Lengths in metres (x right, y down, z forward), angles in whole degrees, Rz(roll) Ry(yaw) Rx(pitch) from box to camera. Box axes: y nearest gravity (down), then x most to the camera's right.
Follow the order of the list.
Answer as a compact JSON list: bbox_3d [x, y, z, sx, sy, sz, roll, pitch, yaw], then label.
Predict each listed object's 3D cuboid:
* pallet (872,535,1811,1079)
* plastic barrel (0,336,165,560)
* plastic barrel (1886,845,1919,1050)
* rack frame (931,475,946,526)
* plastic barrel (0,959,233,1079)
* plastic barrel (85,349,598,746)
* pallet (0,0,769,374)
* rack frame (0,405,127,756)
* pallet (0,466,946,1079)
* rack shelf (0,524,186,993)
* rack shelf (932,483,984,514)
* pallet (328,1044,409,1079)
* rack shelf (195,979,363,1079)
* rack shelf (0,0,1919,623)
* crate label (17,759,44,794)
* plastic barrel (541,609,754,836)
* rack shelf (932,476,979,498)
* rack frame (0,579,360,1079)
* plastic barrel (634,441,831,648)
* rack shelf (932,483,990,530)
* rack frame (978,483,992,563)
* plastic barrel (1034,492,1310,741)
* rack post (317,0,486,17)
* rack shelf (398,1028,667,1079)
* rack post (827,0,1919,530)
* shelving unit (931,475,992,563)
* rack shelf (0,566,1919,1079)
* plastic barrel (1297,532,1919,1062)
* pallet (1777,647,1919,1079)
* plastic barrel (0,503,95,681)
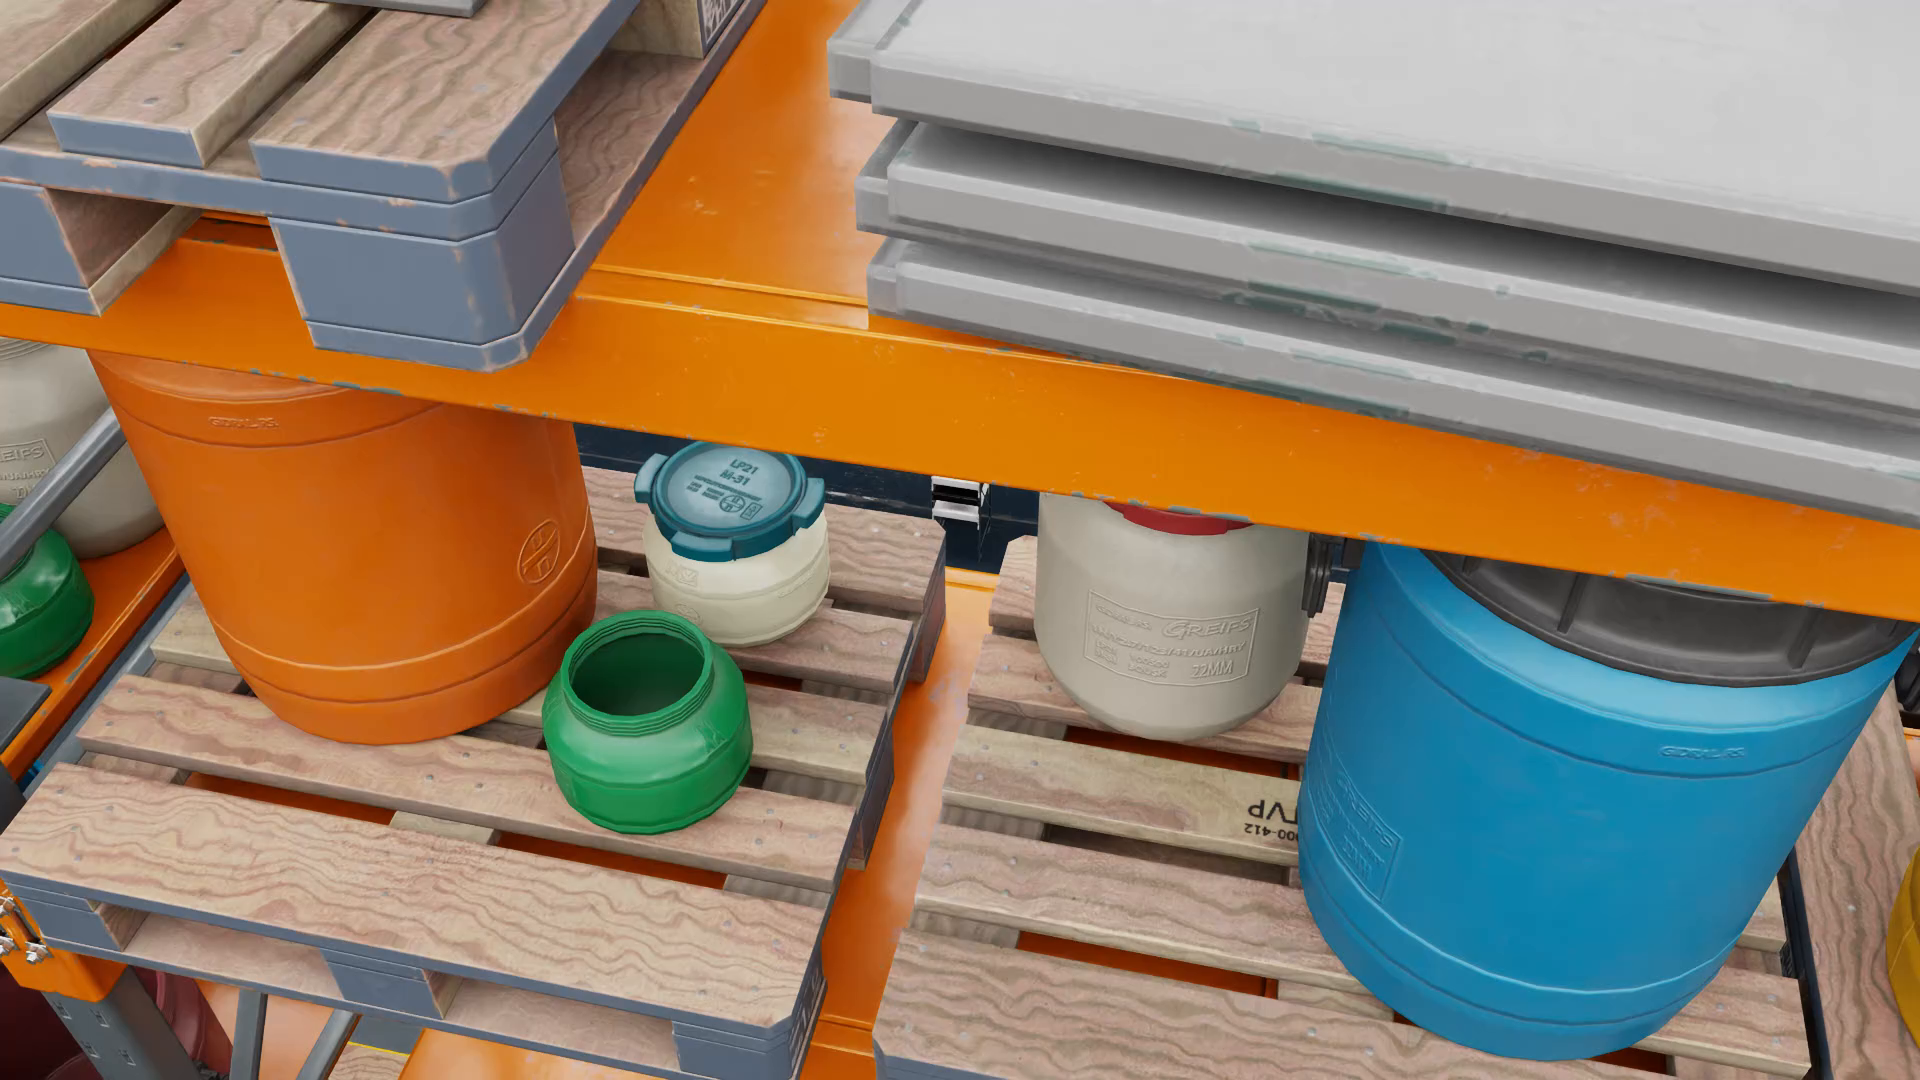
[{"bbox_3d":[0.572,0.493,2.508,1.213,0.211,1.003,9,45,9],"label":"pallet"},{"bbox_3d":[-1.674,-0.253,3.066,0.421,0.512,0.421,0,44,0],"label":"plastic barrel"},{"bbox_3d":[1.530,0.427,2.002,0.600,0.588,0.600,0,44,0],"label":"plastic barrel"},{"bbox_3d":[-0.091,-0.338,6.913,0.006,0.900,0.240,9,45,9],"label":"rack frame"},{"bbox_3d":[-1.957,1.208,3.694,0.708,0.536,0.600,9,45,9],"label":"plastic barrel"},{"bbox_3d":[-0.885,-0.177,2.455,0.708,0.830,0.600,9,45,9],"label":"plastic barrel"},{"bbox_3d":[-0.741,-0.697,1.870,1.003,0.211,1.213,9,45,9],"label":"pallet"},{"bbox_3d":[-1.438,-1.039,1.801,0.127,3.000,1.000,9,45,9],"label":"rack frame"},{"bbox_3d":[-0.713,0.292,2.717,1.213,0.211,1.003,9,45,9],"label":"pallet"},{"bbox_3d":[-3.390,-0.002,3.405,4.000,0.370,1.077,9,45,9],"label":"rack shelf"},{"bbox_3d":[0.008,-0.234,6.982,0.200,0.077,0.258,9,45,9],"label":"rack shelf"},{"bbox_3d":[-2.186,1.983,4.997,1.213,0.211,1.003,9,45,9],"label":"pallet"},{"bbox_3d":[-3.390,1.079,4.445,4.000,0.370,1.077,9,45,9],"label":"rack shelf"},{"bbox_3d":[0.514,-0.333,1.874,4.000,0.370,1.077,9,45,9],"label":"rack shelf"},{"bbox_3d":[-2.349,0.776,4.215,0.616,0.435,0.502,9,45,9],"label":"crate label"},{"bbox_3d":[-0.454,0.262,2.421,0.294,0.245,0.294,0,44,0],"label":"plastic barrel"},{"bbox_3d":[0.008,-0.299,6.920,0.200,0.077,0.258,9,45,9],"label":"rack shelf"},{"bbox_3d":[-1.438,1.122,3.881,0.127,3.000,1.000,9,45,9],"label":"rack frame"},{"bbox_3d":[-0.360,0.003,2.678,0.301,0.262,0.301,0,44,0],"label":"plastic barrel"},{"bbox_3d":[0.008,-0.169,7.045,0.200,0.077,0.258,9,45,9],"label":"rack shelf"},{"bbox_3d":[0.107,-0.308,6.881,0.006,0.900,0.240,9,45,9],"label":"rack frame"},{"bbox_3d":[0.325,0.008,2.475,0.433,0.535,0.433,0,44,0],"label":"plastic barrel"},{"bbox_3d":[-0.722,-0.930,1.742,0.937,0.300,0.954,9,45,9],"label":"rack post"},{"bbox_3d":[0.514,1.684,3.816,4.000,0.370,1.077,9,45,9],"label":"rack shelf"},{"bbox_3d":[0.462,-0.474,1.574,0.954,0.300,0.937,13,45,13],"label":"rack post"},{"bbox_3d":[0.008,-0.323,6.897,0.210,0.900,0.258,9,45,9],"label":"shelving unit"},{"bbox_3d":[0.514,0.604,2.776,4.000,0.370,1.077,9,45,9],"label":"rack shelf"},{"bbox_3d":[0.766,0.160,2.053,0.708,0.901,0.600,9,45,9],"label":"plastic barrel"},{"bbox_3d":[1.679,0.663,2.332,1.003,0.211,1.213,9,45,9],"label":"pallet"},{"bbox_3d":[-1.690,0.095,2.898,0.294,0.245,0.294,0,44,0],"label":"plastic barrel"}]
